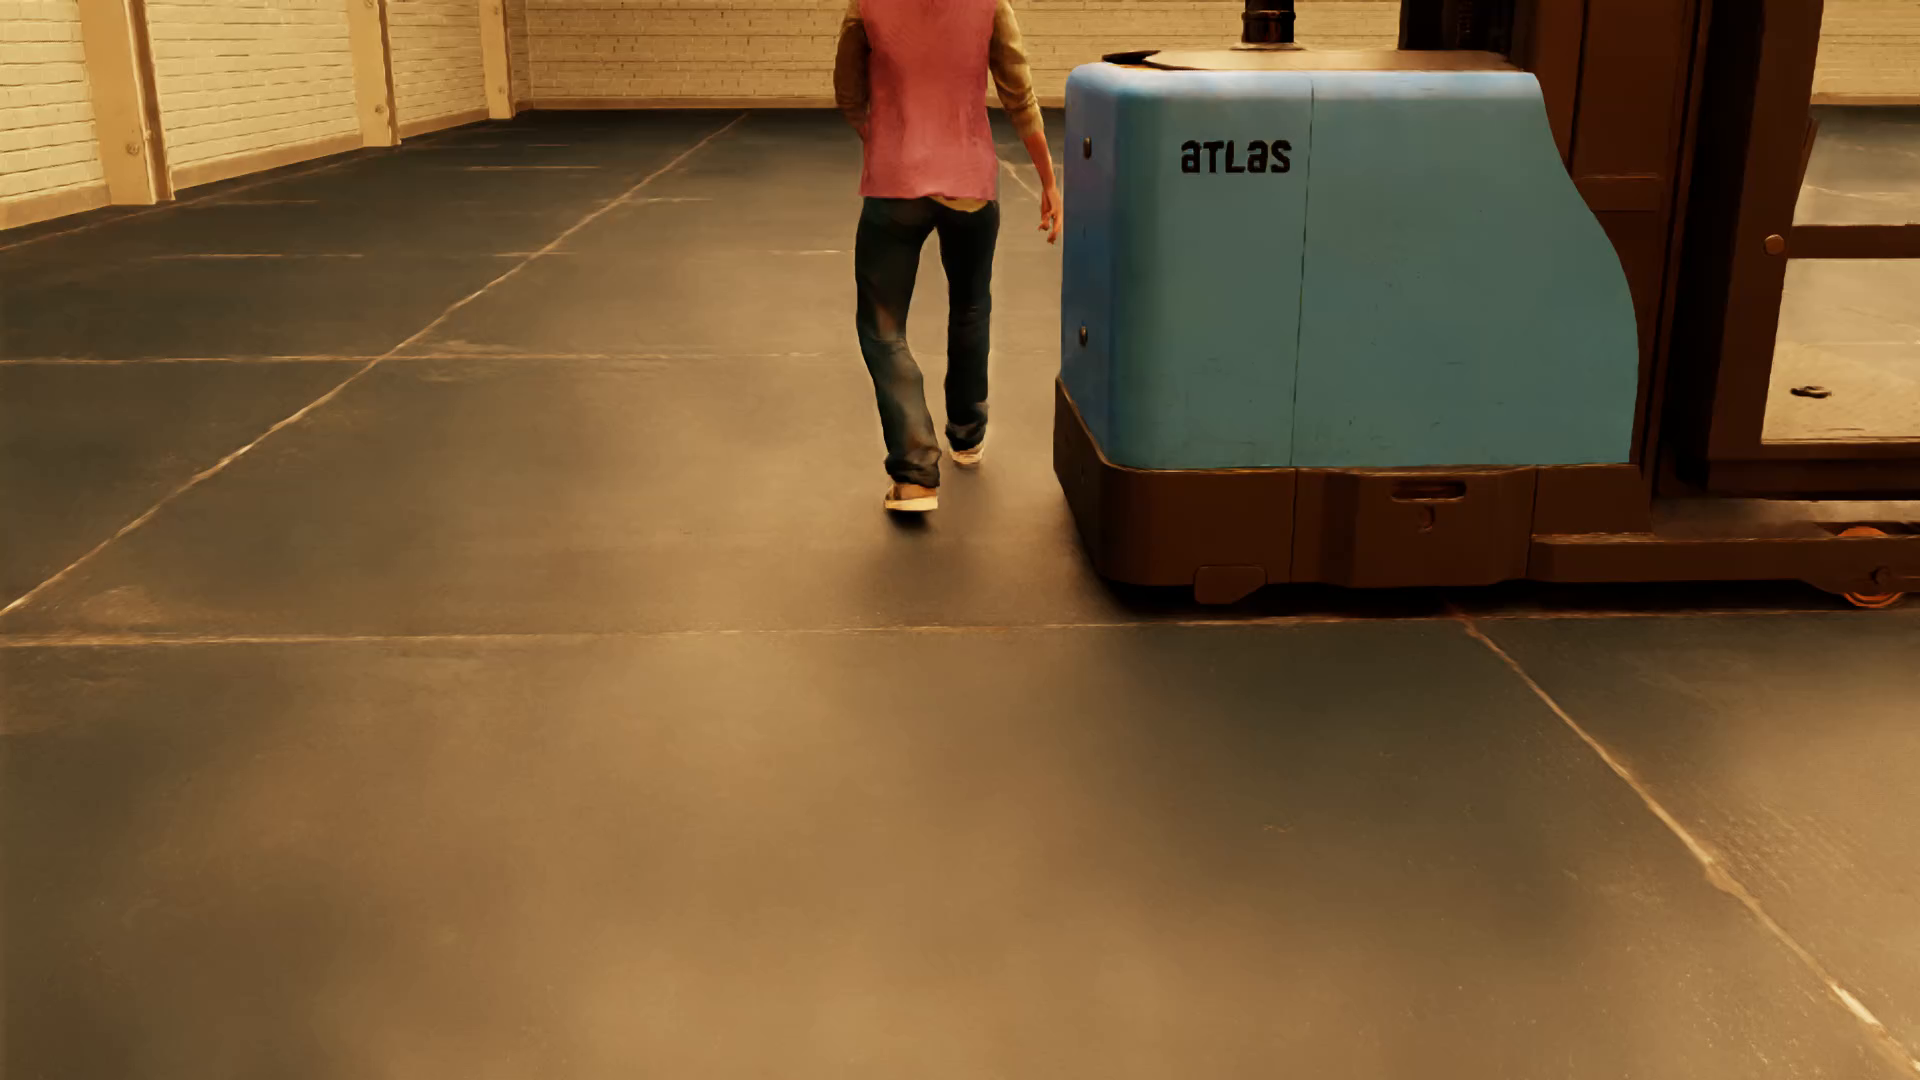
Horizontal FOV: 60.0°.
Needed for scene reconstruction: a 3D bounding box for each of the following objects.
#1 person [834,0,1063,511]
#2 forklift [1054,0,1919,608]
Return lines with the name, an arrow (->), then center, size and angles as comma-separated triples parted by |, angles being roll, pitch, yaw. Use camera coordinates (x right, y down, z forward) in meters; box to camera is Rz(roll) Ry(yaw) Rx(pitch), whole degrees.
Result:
person -> -0.028, -0.879, 4.205 | 0.547, 1.517, 0.814 | -5, 18, -17
forklift -> 1.776, -1.415, 3.534 | 3.031, 2.935, 1.130 | -1, 17, -3
